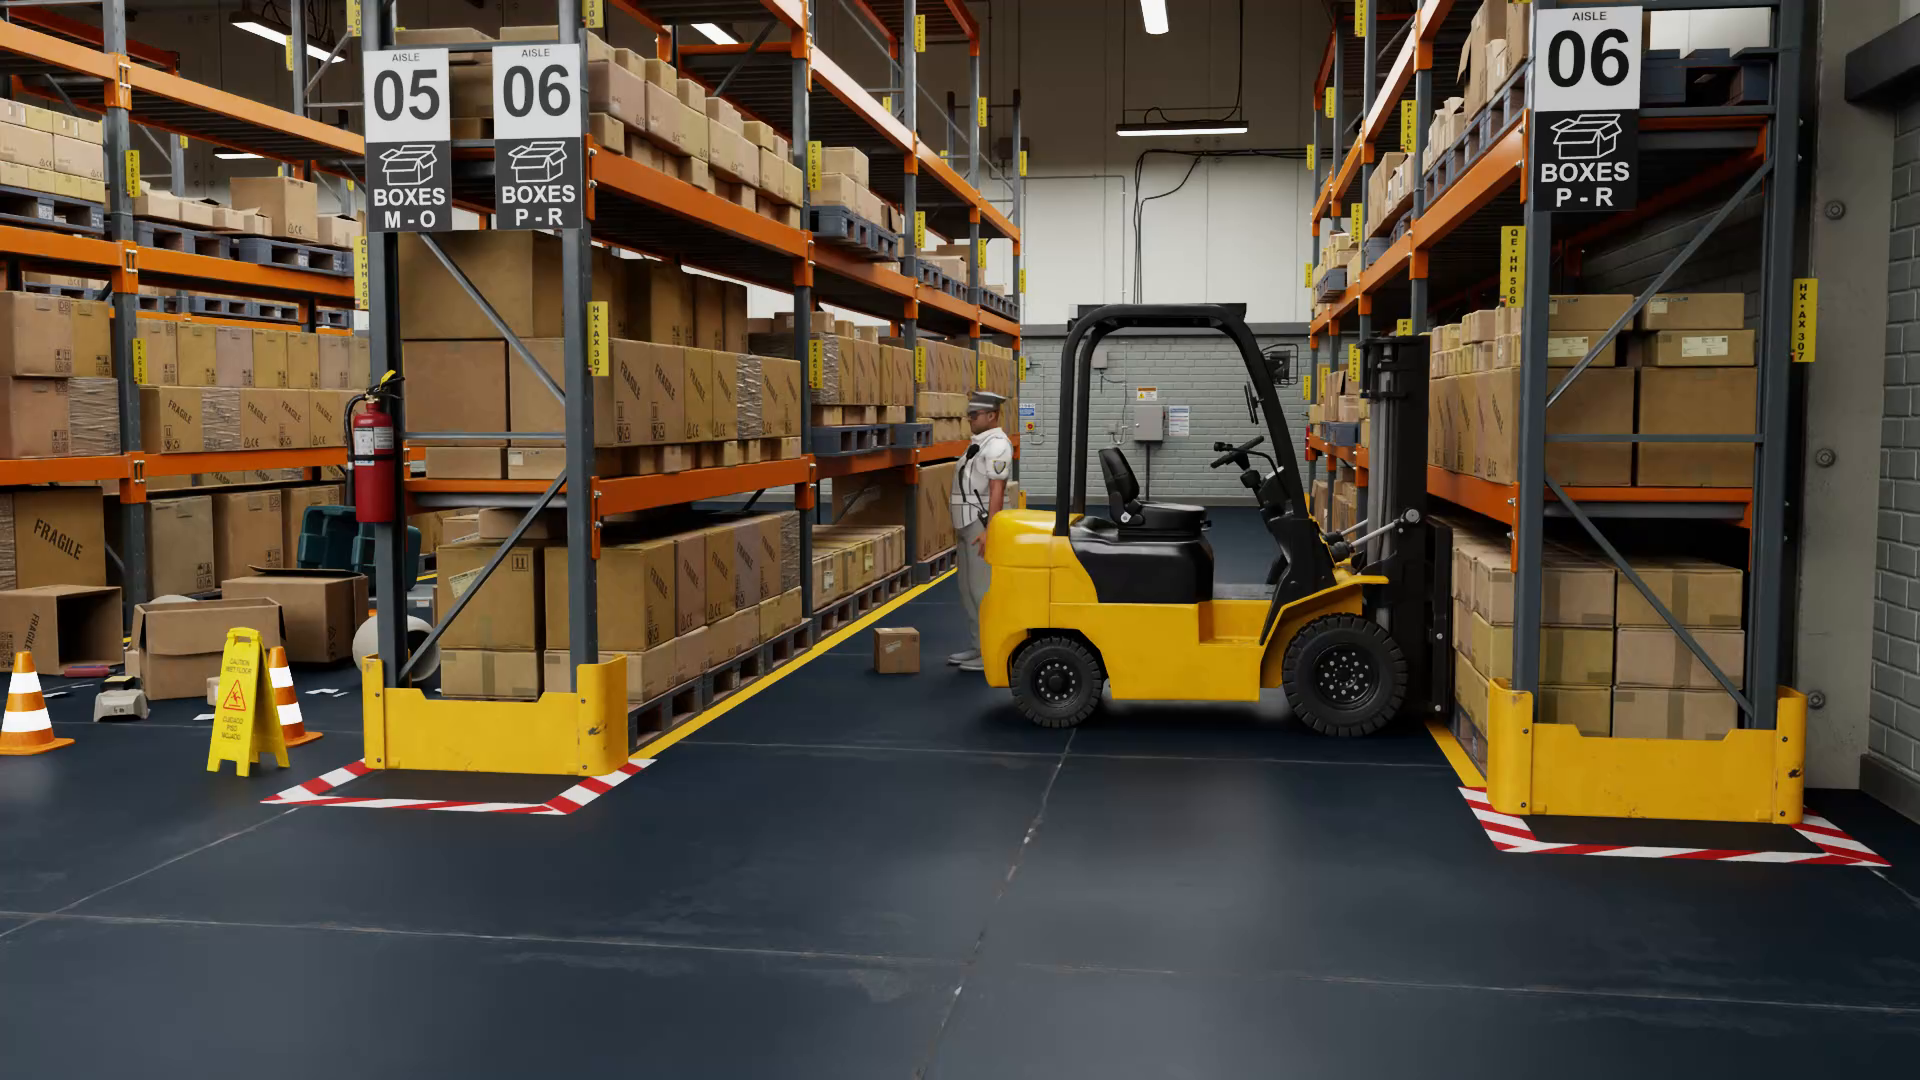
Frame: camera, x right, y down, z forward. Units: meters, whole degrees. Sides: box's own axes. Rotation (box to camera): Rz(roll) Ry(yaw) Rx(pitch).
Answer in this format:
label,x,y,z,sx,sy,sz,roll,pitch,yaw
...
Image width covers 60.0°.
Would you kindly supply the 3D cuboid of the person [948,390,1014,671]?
label,x,y,z,sx,sy,sz,roll,pitch,yaw
person,0.133,-0.065,10.477,0.393,1.748,0.528,-1,5,-14
